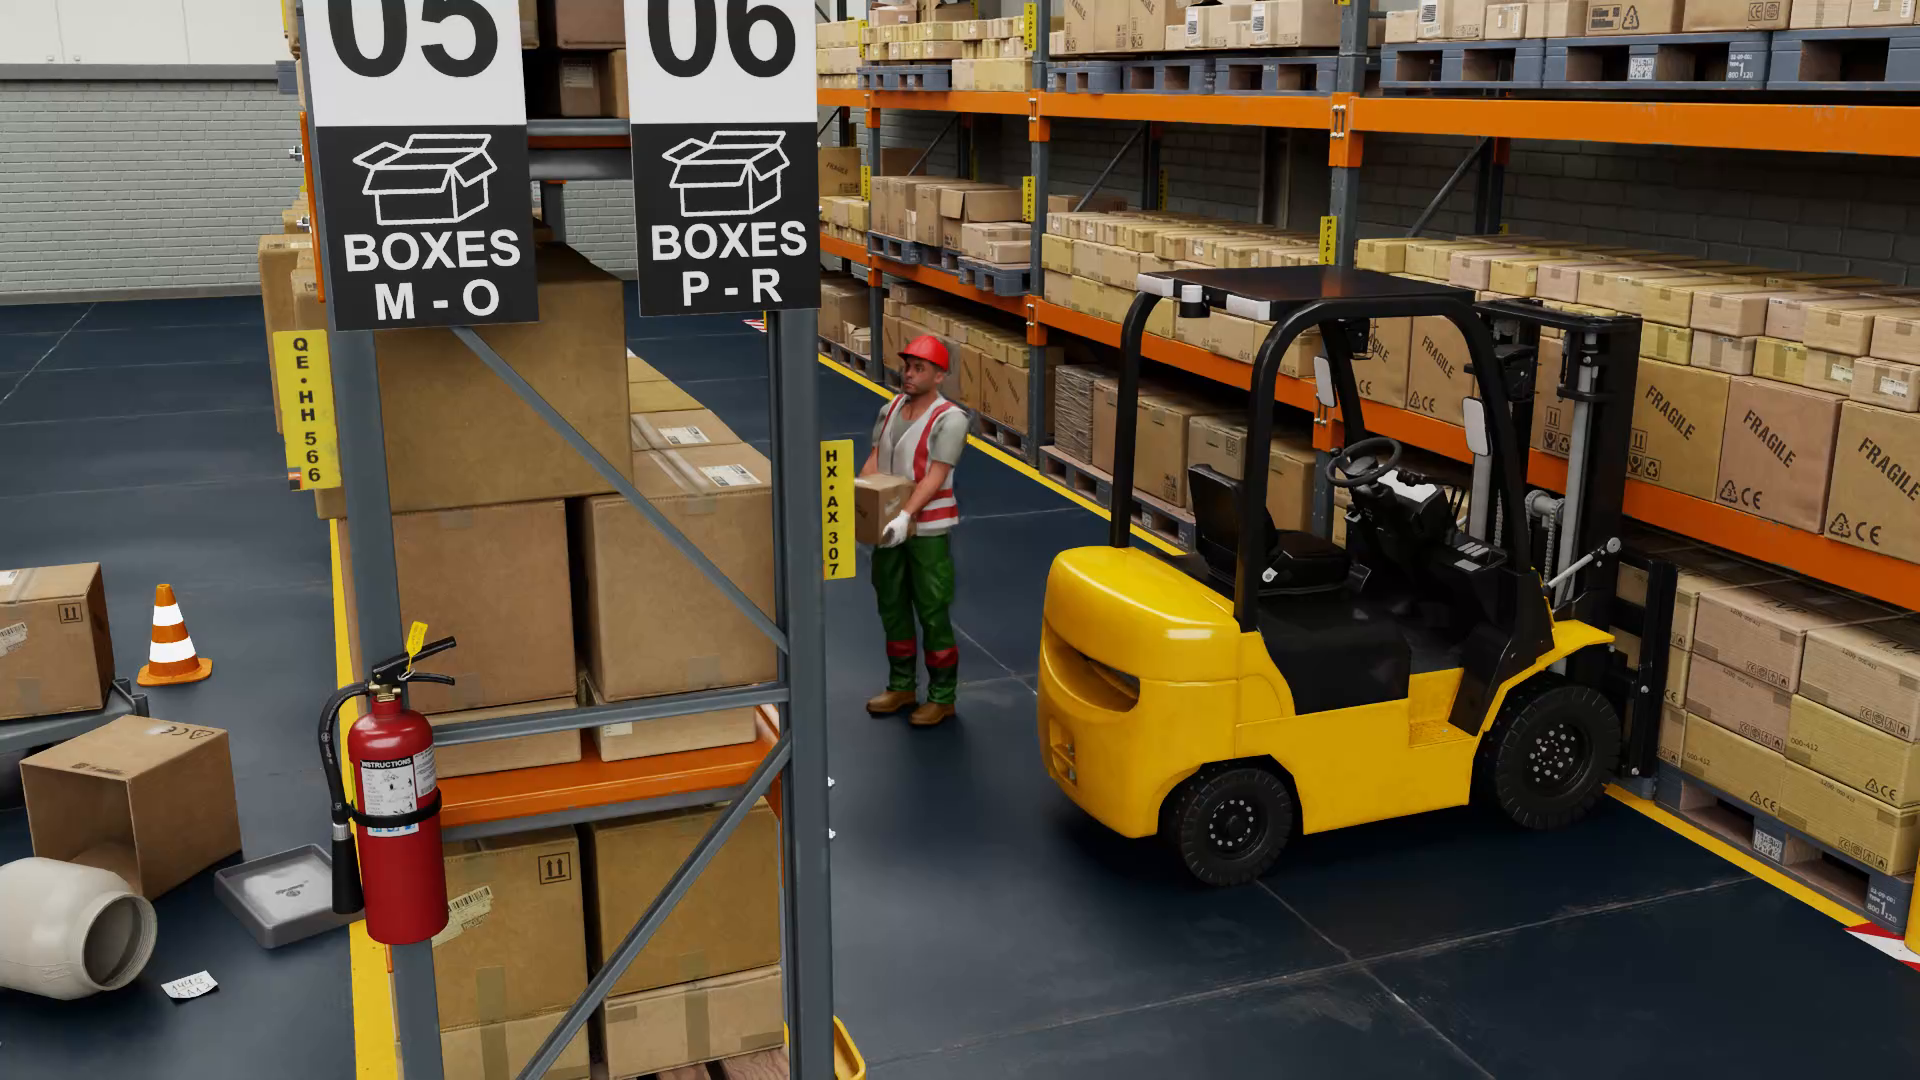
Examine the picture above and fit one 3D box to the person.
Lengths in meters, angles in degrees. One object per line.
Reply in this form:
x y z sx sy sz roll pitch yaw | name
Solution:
-0.268 -0.024 7.568 0.502 1.788 0.558 13 20 40 | person
